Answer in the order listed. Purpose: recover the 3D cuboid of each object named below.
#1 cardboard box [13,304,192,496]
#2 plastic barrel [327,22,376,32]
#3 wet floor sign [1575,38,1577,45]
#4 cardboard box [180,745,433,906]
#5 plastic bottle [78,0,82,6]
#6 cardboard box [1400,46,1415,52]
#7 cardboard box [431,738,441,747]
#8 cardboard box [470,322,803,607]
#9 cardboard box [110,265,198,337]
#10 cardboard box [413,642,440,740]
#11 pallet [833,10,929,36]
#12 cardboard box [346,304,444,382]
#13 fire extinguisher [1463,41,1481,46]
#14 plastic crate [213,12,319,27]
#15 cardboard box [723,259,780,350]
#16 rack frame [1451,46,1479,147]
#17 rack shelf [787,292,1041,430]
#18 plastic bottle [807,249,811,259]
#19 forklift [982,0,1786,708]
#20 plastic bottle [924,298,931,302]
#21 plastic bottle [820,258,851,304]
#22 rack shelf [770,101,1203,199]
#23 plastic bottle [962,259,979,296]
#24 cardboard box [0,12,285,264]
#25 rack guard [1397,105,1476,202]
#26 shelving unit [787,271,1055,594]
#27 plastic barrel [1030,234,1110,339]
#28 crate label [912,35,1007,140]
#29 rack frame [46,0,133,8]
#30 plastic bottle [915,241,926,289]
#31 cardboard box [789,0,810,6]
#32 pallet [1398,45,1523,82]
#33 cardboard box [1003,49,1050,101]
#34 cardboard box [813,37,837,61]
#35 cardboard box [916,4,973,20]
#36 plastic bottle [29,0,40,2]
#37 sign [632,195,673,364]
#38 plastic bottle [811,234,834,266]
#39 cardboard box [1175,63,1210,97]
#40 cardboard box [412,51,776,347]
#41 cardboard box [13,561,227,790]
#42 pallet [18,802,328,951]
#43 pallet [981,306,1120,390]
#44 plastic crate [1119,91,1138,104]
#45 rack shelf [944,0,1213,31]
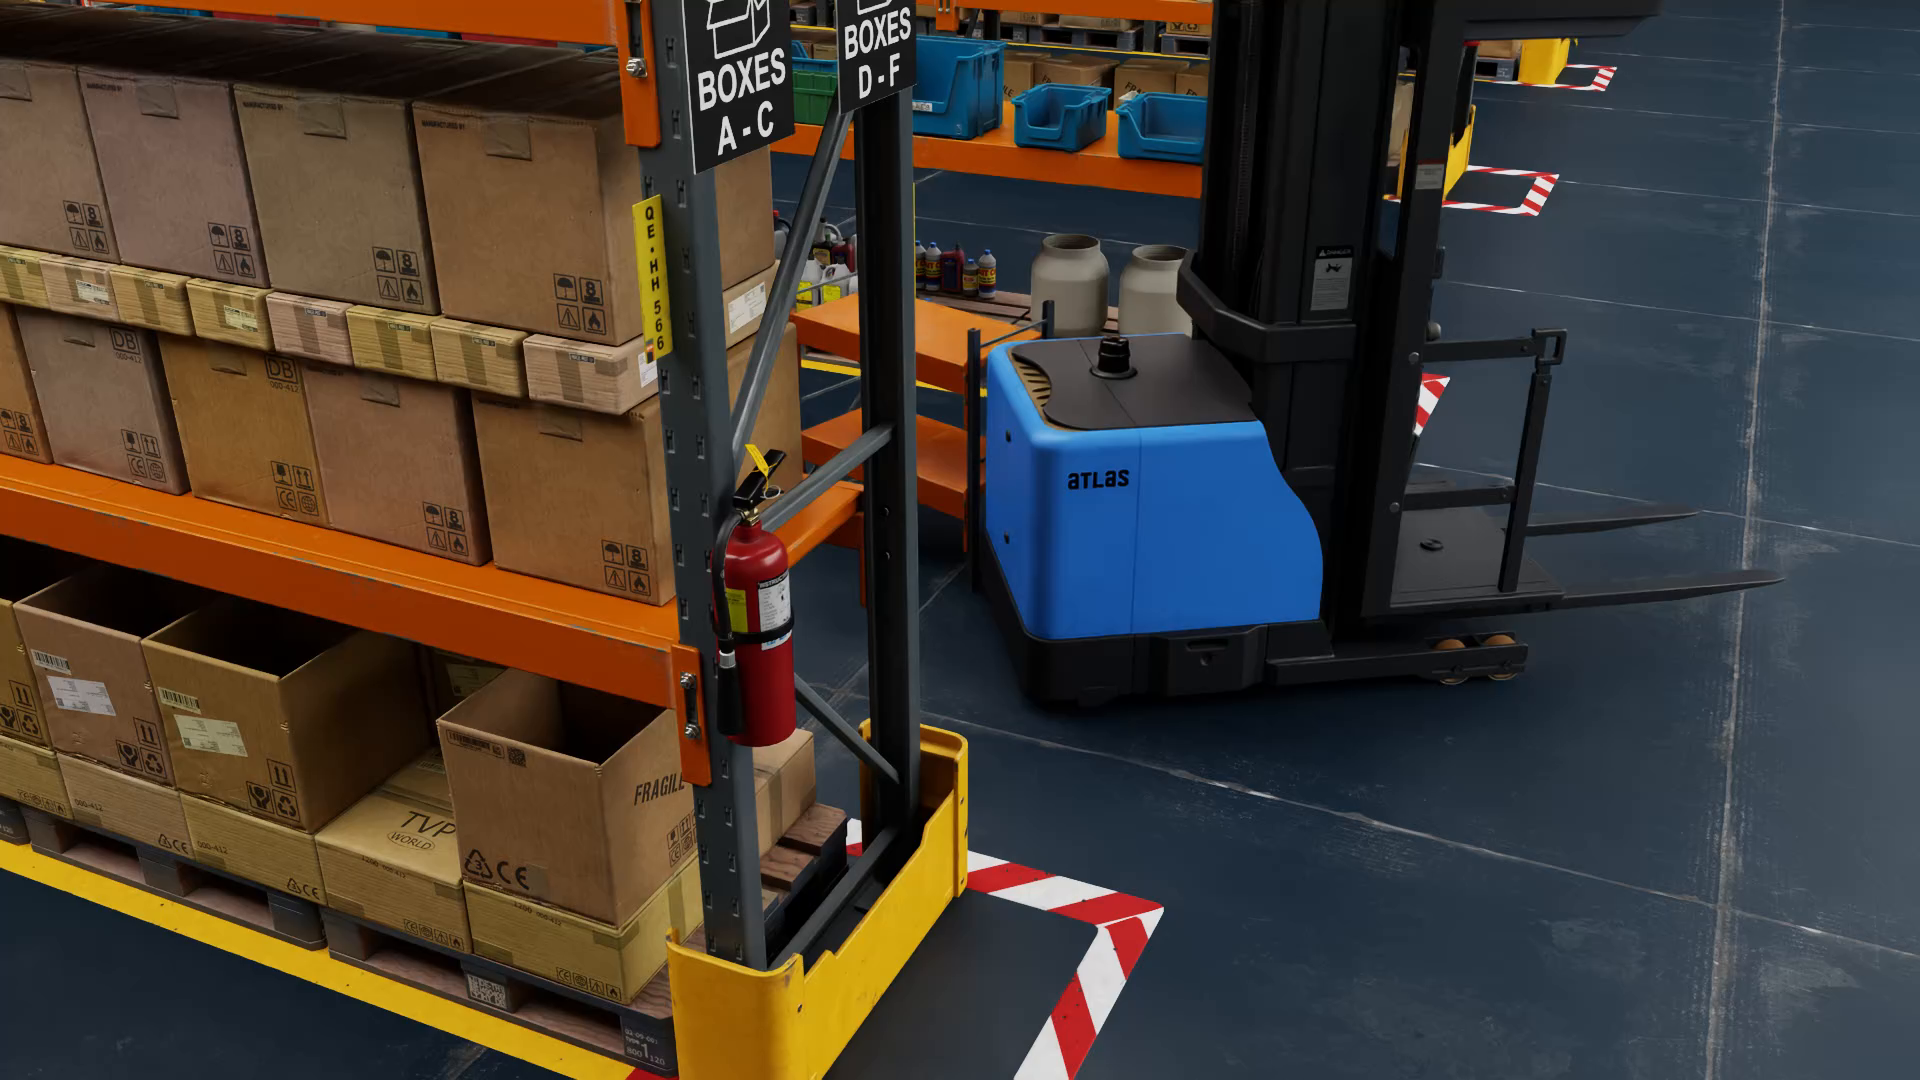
[{"bbox_3d":[-2.206,-0.529,4.815,0.500,0.500,0.700,12,29,23],"label":"cardboard box"},{"bbox_3d":[-3.805,-3.371,10.548,0.433,0.535,0.433,0,26,0],"label":"plastic barrel"},{"bbox_3d":[6.719,-5.805,18.309,0.232,0.644,0.267,6,27,13],"label":"wet floor sign"},{"bbox_3d":[-1.902,0.777,4.913,0.500,0.250,0.500,11,28,22],"label":"cardboard box"},{"bbox_3d":[-6.145,-3.800,11.705,0.133,0.283,0.061,11,28,22],"label":"plastic bottle"},{"bbox_3d":[4.427,-5.563,17.082,0.875,0.875,0.875,11,28,21],"label":"cardboard box"},{"bbox_3d":[-1.684,0.565,5.345,0.500,0.250,0.500,11,28,22],"label":"cardboard box"},{"bbox_3d":[-0.796,-0.247,4.242,0.500,0.500,0.700,11,28,22],"label":"cardboard box"},{"bbox_3d":[-1.982,-0.677,4.381,0.250,0.149,0.380,12,29,23],"label":"cardboard box"},{"bbox_3d":[-1.688,0.233,5.170,0.500,0.500,0.500,11,28,22],"label":"cardboard box"},{"bbox_3d":[-0.723,-6.107,19.415,1.213,0.211,1.003,11,28,22],"label":"pallet"},{"bbox_3d":[-1.274,-0.535,4.093,0.250,0.149,0.380,11,28,21],"label":"cardboard box"},{"bbox_3d":[3.642,-3.853,11.768,0.183,0.674,0.296,11,28,22],"label":"fire extinguisher"},{"bbox_3d":[-4.260,-3.176,10.231,0.583,0.464,0.402,11,28,22],"label":"plastic crate"},{"bbox_3d":[-0.644,-0.606,4.237,0.250,0.149,0.380,11,28,21],"label":"cardboard box"},{"bbox_3d":[3.728,-4.094,12.170,0.127,3.000,1.000,11,28,22],"label":"rack frame"},{"bbox_3d":[-0.180,-0.783,6.905,1.000,0.278,0.538,21,33,36],"label":"rack shelf"},{"bbox_3d":[-0.917,-1.763,10.011,0.133,0.283,0.061,13,29,25],"label":"plastic bottle"},{"bbox_3d":[1.654,-1.005,5.973,3.031,2.935,1.130,-4,26,-8],"label":"forklift"},{"bbox_3d":[-0.175,-1.204,8.970,0.097,0.201,0.097,0,26,0],"label":"plastic bottle"},{"bbox_3d":[-0.672,-1.382,9.162,0.185,0.351,0.144,13,29,24],"label":"plastic bottle"},{"bbox_3d":[-0.143,-2.146,9.026,4.000,0.370,1.077,11,28,22],"label":"rack shelf"},{"bbox_3d":[0.062,-1.520,9.612,0.097,0.201,0.097,0,26,0],"label":"plastic bottle"},{"bbox_3d":[-2.240,-1.116,4.539,0.500,0.500,0.700,11,28,22],"label":"cardboard box"},{"bbox_3d":[3.659,-2.987,12.750,0.348,0.500,1.175,11,28,22],"label":"rack guard"},{"bbox_3d":[-0.180,-0.521,7.034,1.048,1.125,0.538,21,33,36],"label":"shelving unit"},{"bbox_3d":[0.591,-1.356,8.950,0.421,0.512,0.421,0,26,0],"label":"plastic barrel"},{"bbox_3d":[-0.110,-2.346,8.579,0.616,0.435,0.502,11,28,22],"label":"crate label"},{"bbox_3d":[-5.605,-3.565,11.096,0.127,3.000,1.000,11,28,22],"label":"rack frame"},{"bbox_3d":[-0.247,-1.614,9.722,0.097,0.271,0.097,0,26,0],"label":"plastic bottle"},{"bbox_3d":[-2.116,-6.615,19.644,0.500,0.500,0.500,11,28,22],"label":"cardboard box"},{"bbox_3d":[5.113,-4.934,17.032,1.213,0.211,1.003,11,28,22],"label":"pallet"},{"bbox_3d":[0.434,-3.803,13.933,0.500,0.500,0.500,10,28,20],"label":"cardboard box"},{"bbox_3d":[-0.889,-4.117,14.548,0.500,0.500,0.700,11,28,21],"label":"cardboard box"},{"bbox_3d":[-0.095,-6.406,18.936,0.750,0.750,1.050,12,29,23],"label":"cardboard box"},{"bbox_3d":[-6.599,-3.892,11.891,0.133,0.283,0.061,11,28,22],"label":"plastic bottle"},{"bbox_3d":[-0.613,-0.522,3.335,0.005,0.325,0.100,11,28,22],"label":"sign"},{"bbox_3d":[-0.808,-1.671,9.825,0.133,0.283,0.061,11,28,22],"label":"plastic bottle"},{"bbox_3d":[2.046,-3.500,13.317,0.500,0.500,0.500,14,30,27],"label":"cardboard box"},{"bbox_3d":[-0.844,-0.839,3.976,0.500,0.500,0.700,11,28,22],"label":"cardboard box"},{"bbox_3d":[-2.358,0.350,4.932,0.500,0.500,0.500,11,28,22],"label":"cardboard box"},{"bbox_3d":[-2.196,0.793,5.401,1.213,0.211,1.003,11,28,22],"label":"pallet"},{"bbox_3d":[0.852,-0.997,9.036,1.213,0.211,1.003,11,28,22],"label":"pallet"},{"bbox_3d":[0.996,-2.277,8.778,0.250,0.136,0.298,11,28,22],"label":"plastic crate"},{"bbox_3d":[1.908,-4.137,13.071,4.000,0.370,1.077,11,28,22],"label":"rack shelf"}]
